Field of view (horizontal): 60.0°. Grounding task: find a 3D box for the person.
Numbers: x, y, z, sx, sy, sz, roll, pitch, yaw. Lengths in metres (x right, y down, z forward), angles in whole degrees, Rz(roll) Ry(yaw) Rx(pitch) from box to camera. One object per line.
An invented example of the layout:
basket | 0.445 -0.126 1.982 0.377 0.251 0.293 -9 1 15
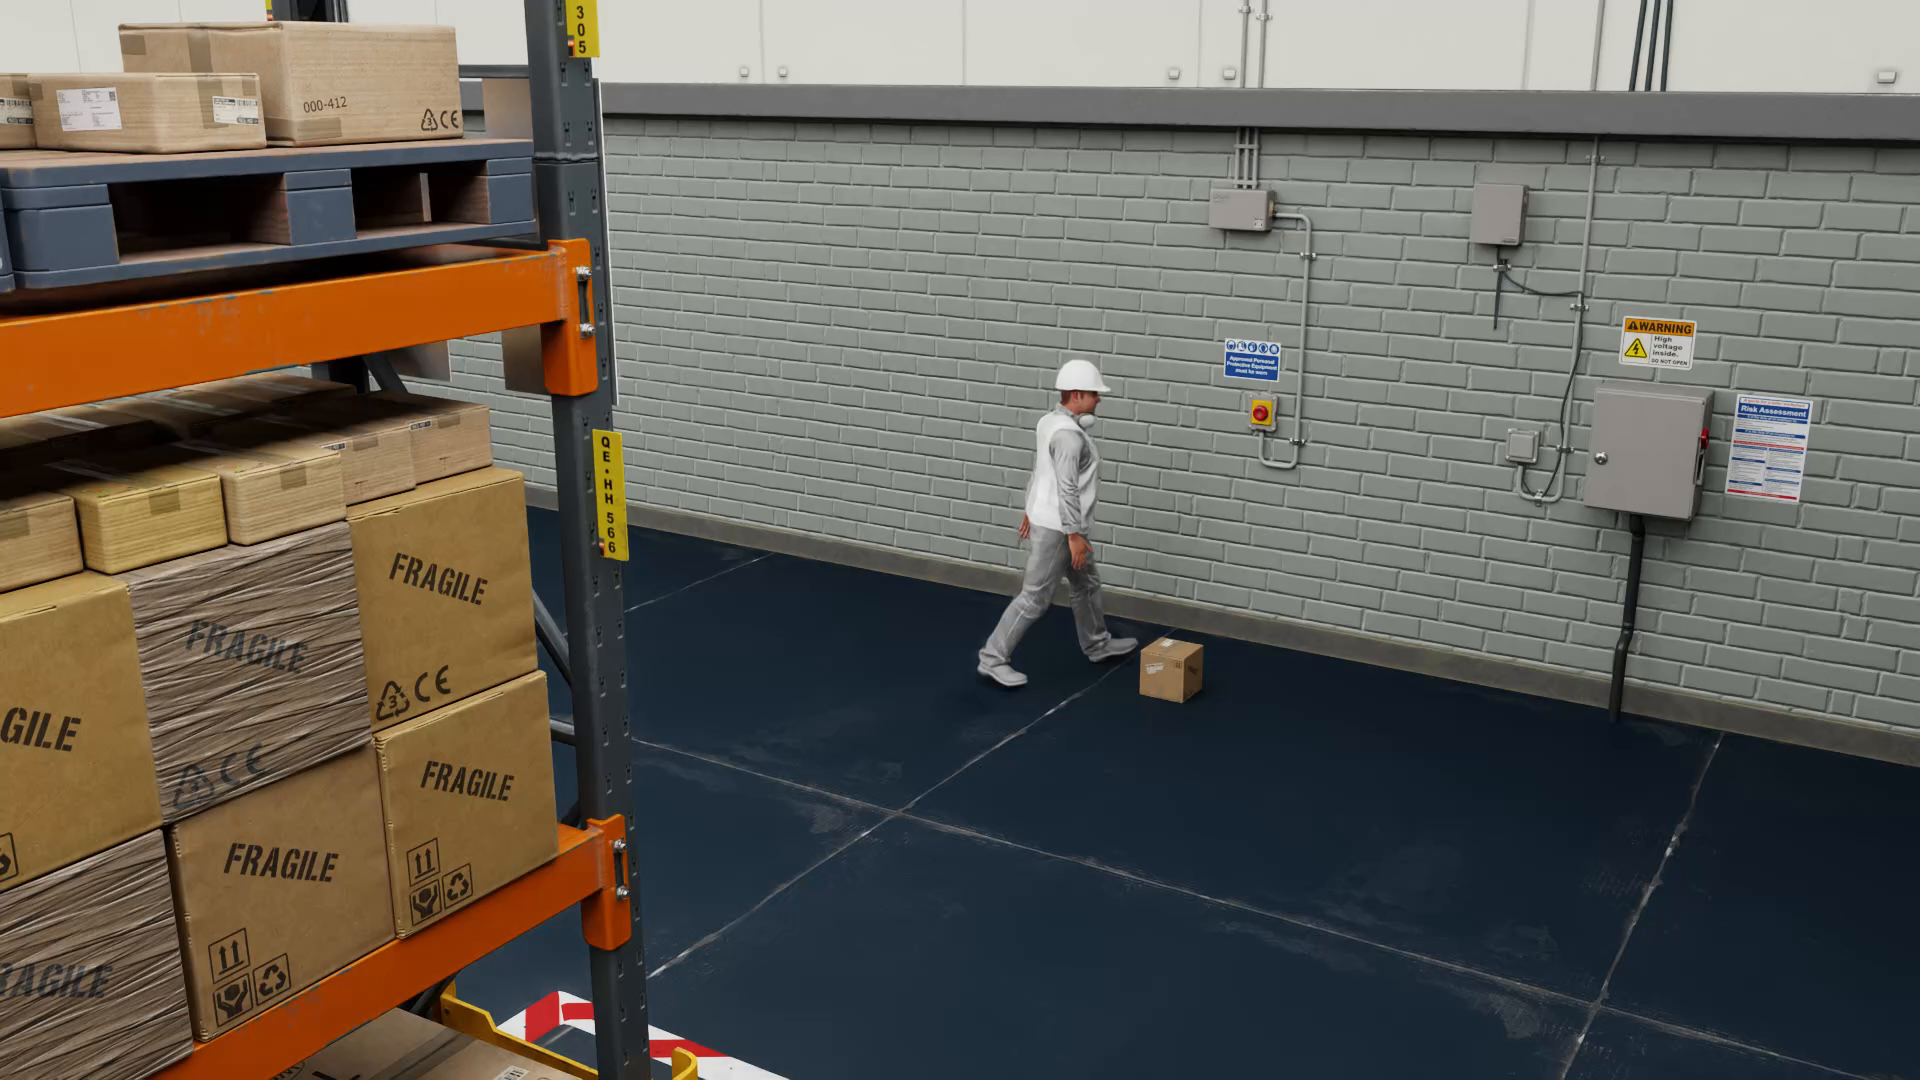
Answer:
person | 0.551 -0.099 8.854 0.924 1.735 0.611 -1 16 -2
